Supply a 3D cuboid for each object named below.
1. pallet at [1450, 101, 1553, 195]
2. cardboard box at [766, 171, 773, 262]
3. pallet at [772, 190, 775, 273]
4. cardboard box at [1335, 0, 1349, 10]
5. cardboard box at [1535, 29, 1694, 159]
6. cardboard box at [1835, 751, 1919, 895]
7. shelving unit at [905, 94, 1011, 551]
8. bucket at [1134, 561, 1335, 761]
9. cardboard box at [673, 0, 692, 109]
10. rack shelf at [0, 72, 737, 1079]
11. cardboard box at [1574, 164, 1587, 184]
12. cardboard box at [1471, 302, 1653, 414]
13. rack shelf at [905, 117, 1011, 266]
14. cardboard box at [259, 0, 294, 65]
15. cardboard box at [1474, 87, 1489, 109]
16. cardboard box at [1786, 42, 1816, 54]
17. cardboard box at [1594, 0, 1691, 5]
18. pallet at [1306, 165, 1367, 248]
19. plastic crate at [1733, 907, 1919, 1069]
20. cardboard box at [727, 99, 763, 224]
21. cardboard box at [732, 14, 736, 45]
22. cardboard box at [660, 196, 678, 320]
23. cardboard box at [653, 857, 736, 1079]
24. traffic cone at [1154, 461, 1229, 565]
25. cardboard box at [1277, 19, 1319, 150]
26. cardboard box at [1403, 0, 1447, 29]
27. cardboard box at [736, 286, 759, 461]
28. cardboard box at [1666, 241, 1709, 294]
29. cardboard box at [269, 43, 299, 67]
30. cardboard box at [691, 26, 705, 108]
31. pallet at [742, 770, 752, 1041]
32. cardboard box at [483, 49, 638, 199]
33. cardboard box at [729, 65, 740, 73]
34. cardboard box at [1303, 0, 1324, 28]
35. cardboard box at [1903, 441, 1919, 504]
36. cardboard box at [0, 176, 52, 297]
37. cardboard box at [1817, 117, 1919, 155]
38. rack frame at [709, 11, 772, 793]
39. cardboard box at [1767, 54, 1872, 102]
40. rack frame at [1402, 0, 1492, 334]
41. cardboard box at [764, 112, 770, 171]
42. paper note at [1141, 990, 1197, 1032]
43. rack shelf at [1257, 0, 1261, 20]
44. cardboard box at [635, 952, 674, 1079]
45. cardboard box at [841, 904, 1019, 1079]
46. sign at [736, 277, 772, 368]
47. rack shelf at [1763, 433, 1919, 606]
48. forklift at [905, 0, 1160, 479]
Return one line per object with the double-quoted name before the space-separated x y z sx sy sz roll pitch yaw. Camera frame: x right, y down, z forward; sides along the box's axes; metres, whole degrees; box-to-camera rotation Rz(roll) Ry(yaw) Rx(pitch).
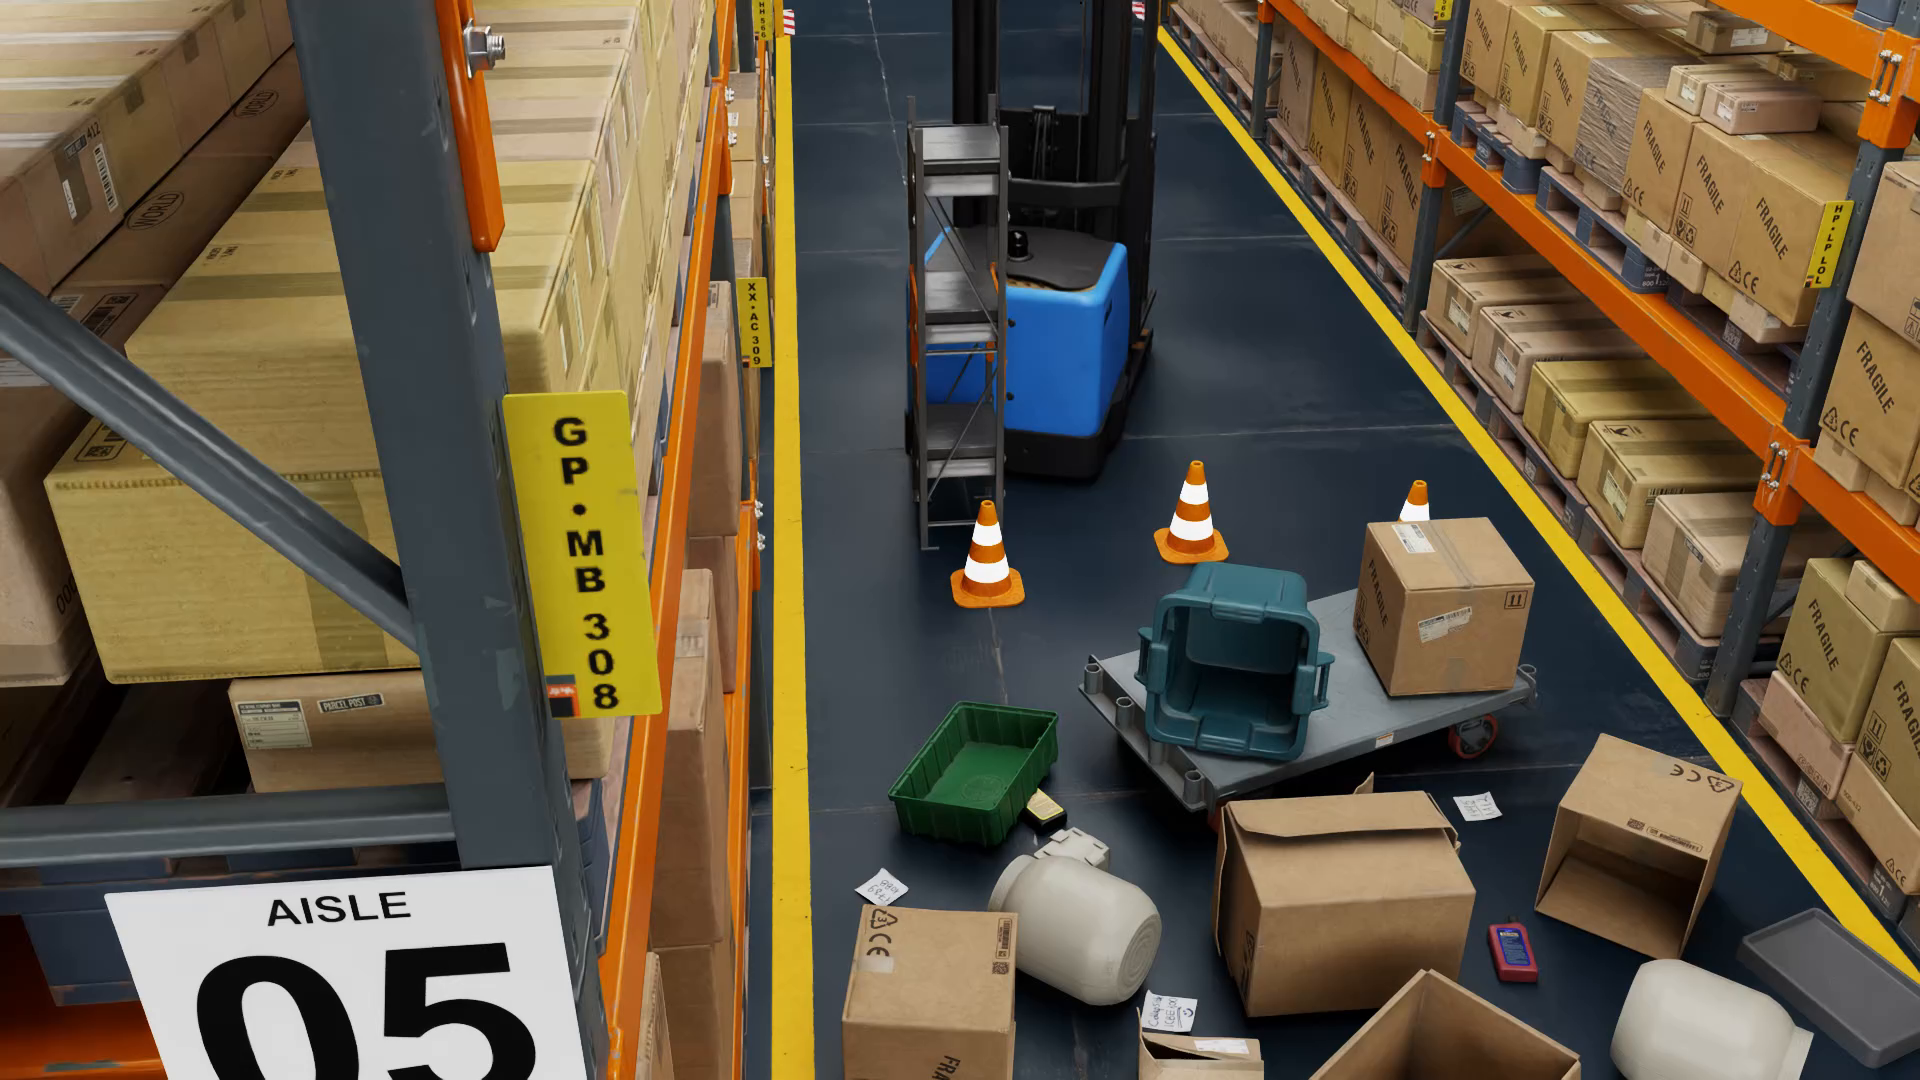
"pallet" 3.469 -2.191 9.180 1.213 0.211 1.003 -3 31 -5
"cardboard box" -1.485 -2.080 10.836 0.500 0.500 0.500 -2 31 -4
"pallet" -1.805 -2.167 11.672 1.003 0.211 1.213 -3 31 -5
"cardboard box" 2.830 -3.805 11.353 0.500 0.250 0.500 -4 31 -6
"cardboard box" 3.220 -2.206 8.221 0.500 0.500 0.500 -2 31 -4
"cardboard box" 3.517 0.996 5.929 0.500 0.250 0.500 -1 31 -2
"shelving unit" -0.015 -0.986 7.853 0.431 2.100 0.503 -3 31 -5
"bucket" 1.059 0.411 6.347 0.726 0.611 0.620 8 22 13
"cardboard box" -0.856 -1.123 3.629 0.500 0.250 0.500 -3 31 -5
"rack shelf" -1.062 -0.259 3.535 1.077 0.370 4.000 -3 31 -5
"cardboard box" 3.285 -1.839 8.239 0.380 0.149 0.250 -2 31 -3
"cardboard box" 3.416 -1.019 9.184 0.950 0.372 0.625 -3 31 -6
"rack shelf" -0.015 -1.575 7.501 0.431 0.518 0.480 -3 31 -5
"cardboard box" -1.387 -0.939 2.932 0.380 0.149 0.250 -3 31 -4
"cardboard box" 3.142 -2.530 9.396 0.380 0.149 0.250 -4 31 -7
"cardboard box" 7.486 -4.373 14.903 0.396 0.266 0.258 -2 31 -3
"cardboard box" 3.616 -2.764 9.156 0.500 0.500 0.500 -4 31 -6
"pallet" 3.187 -2.463 12.167 1.003 0.211 1.213 -3 31 -5
"plastic crate" 3.000 1.504 5.654 0.402 0.080 0.583 -14 33 -22
"cardboard box" -1.268 -1.915 8.433 0.500 0.500 0.500 -3 31 -5
"cardboard box" -1.473 -2.919 9.467 0.380 0.149 0.250 -3 31 -5
"cardboard box" -0.706 -0.497 2.970 0.380 0.149 0.250 -3 31 -5
"cardboard box" -0.955 0.918 3.642 0.875 0.550 0.550 -3 31 -5
"traffic cone" 1.138 -0.167 8.078 0.336 0.463 0.334 -3 31 -5
"cardboard box" 3.060 -3.630 13.064 0.875 0.875 0.875 -2 31 -3
"cardboard box" 2.988 -3.356 9.871 0.500 0.500 0.500 -4 31 -6
"cardboard box" -1.030 -0.626 6.275 0.500 0.500 0.500 -2 31 -4
"cardboard box" 3.280 -1.177 7.131 0.380 0.149 0.250 -3 31 -5
"cardboard box" -1.338 -0.839 3.153 0.500 0.250 0.500 -2 31 -4
"cardboard box" -0.823 -1.143 4.051 0.380 0.149 0.250 -3 31 -4
"pallet" -1.256 1.288 5.888 1.003 0.211 1.213 -3 31 -5
"cardboard box" -0.659 -0.578 2.328 0.380 0.149 0.250 -2 31 -4
"cardboard box" -1.463 -2.654 9.604 0.380 0.149 0.250 -3 31 -5
"cardboard box" 2.783 -3.846 11.910 0.500 0.250 0.500 -3 31 -5
"cardboard box" 3.504 -0.267 5.385 0.500 0.500 0.500 -3 31 -5
"cardboard box" -1.266 -0.288 1.842 0.380 0.149 0.250 -3 31 -4
"cardboard box" 3.864 -1.450 6.955 0.500 0.500 0.500 -3 31 -4
"rack frame" -1.249 -0.301 5.829 1.000 3.000 0.127 -3 31 -5
"cardboard box" 3.774 -2.026 7.287 0.380 0.149 0.250 -1 31 -2
"rack frame" 3.296 -2.632 9.732 1.000 3.000 0.127 -3 31 -5
"cardboard box" -1.527 -2.648 11.055 0.500 0.250 0.500 -3 31 -4
"paper note" 0.700 1.582 5.579 0.172 0.023 0.155 8 32 13
"rack shelf" 2.736 -5.387 15.045 1.077 0.370 4.000 -3 31 -5
"cardboard box" -0.871 1.022 2.415 0.875 0.550 0.550 -3 31 -5
"cardboard box" -0.082 1.514 5.225 0.500 0.500 0.500 2 31 4
"sign" -0.696 -0.734 5.633 0.100 0.325 0.005 -3 31 -5
"rack shelf" 3.857 0.740 4.788 1.077 0.370 4.000 -3 31 -5
"forklift" 0.558 -2.321 9.278 1.130 2.935 3.031 7 32 12
